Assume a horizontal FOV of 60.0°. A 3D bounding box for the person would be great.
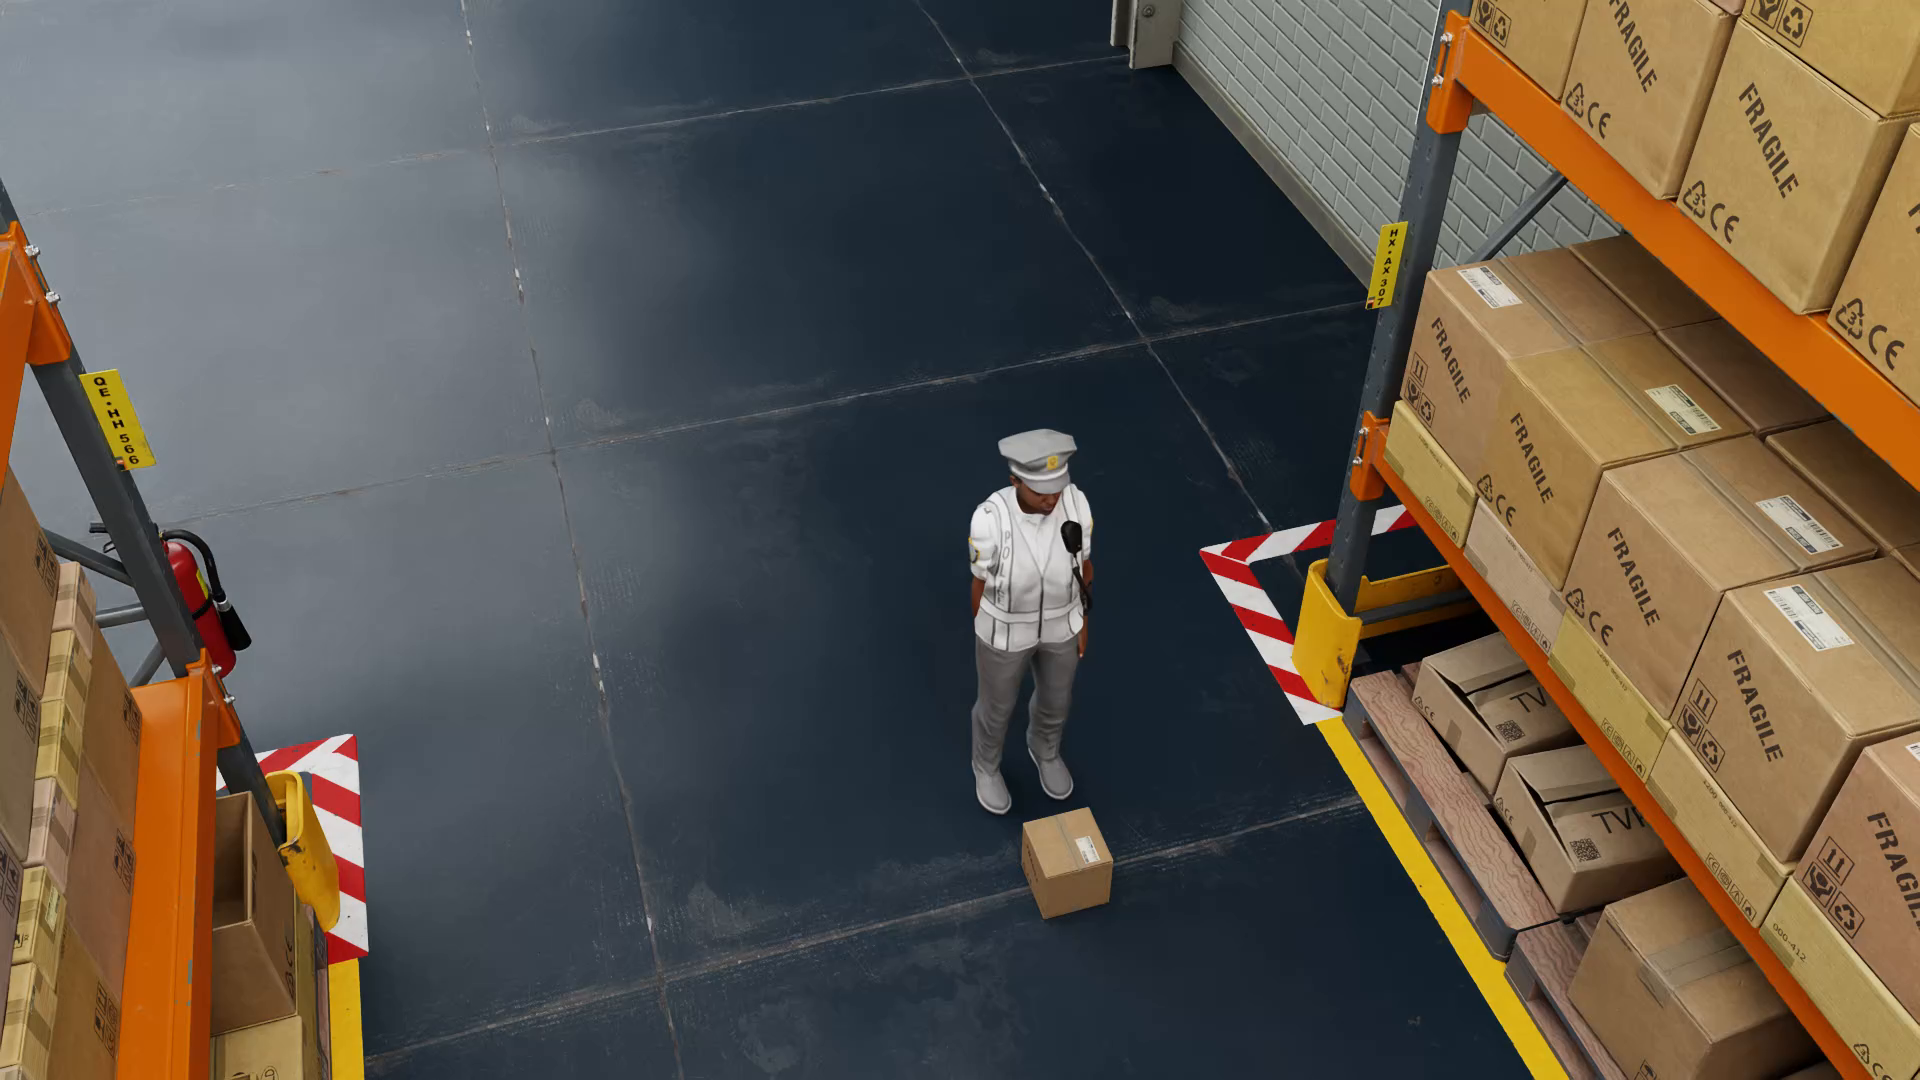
[{"bbox_3d":[0.254,0.308,5.814,0.435,1.680,0.339,-11,44,-11],"label":"person"}]
